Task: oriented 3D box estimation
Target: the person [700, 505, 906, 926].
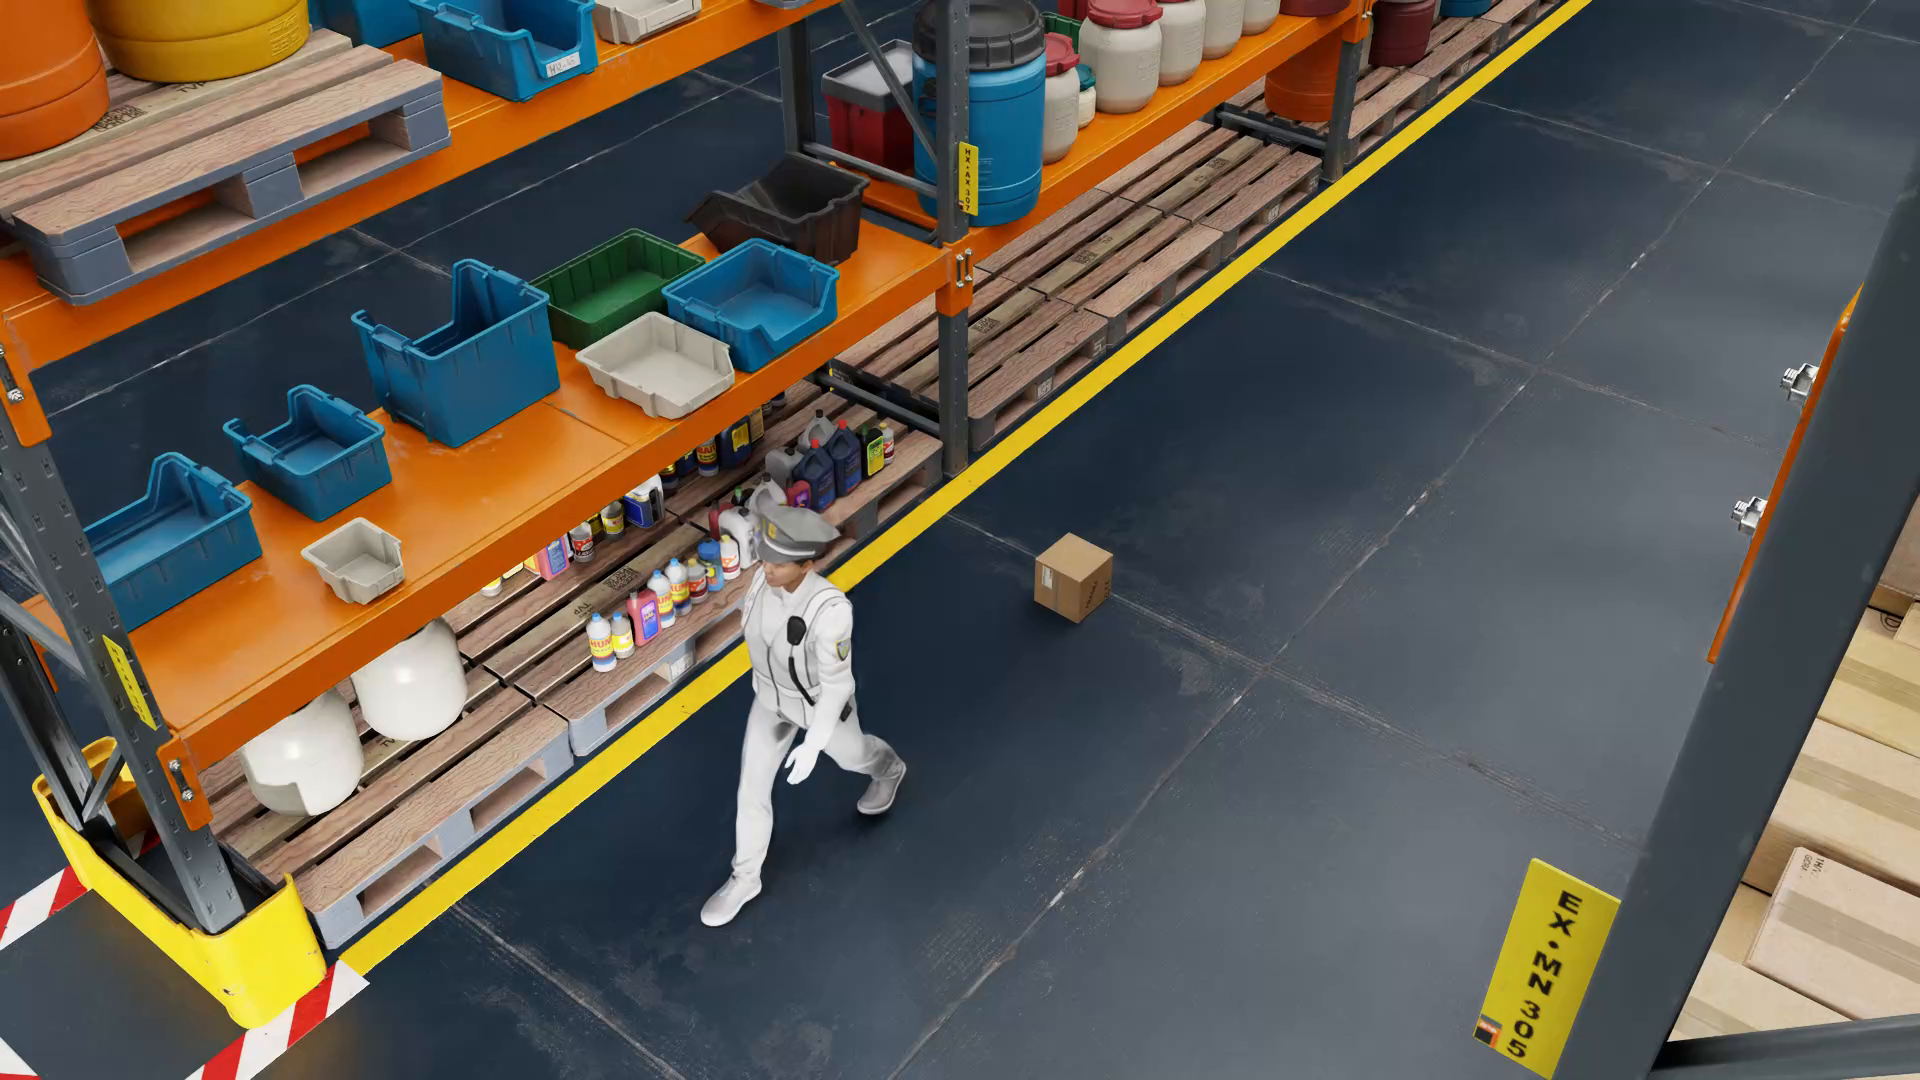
[{"bbox_3d":[-0.569,0.573,5.874,0.490,1.630,1.016,24,45,26],"label":"person"}]
